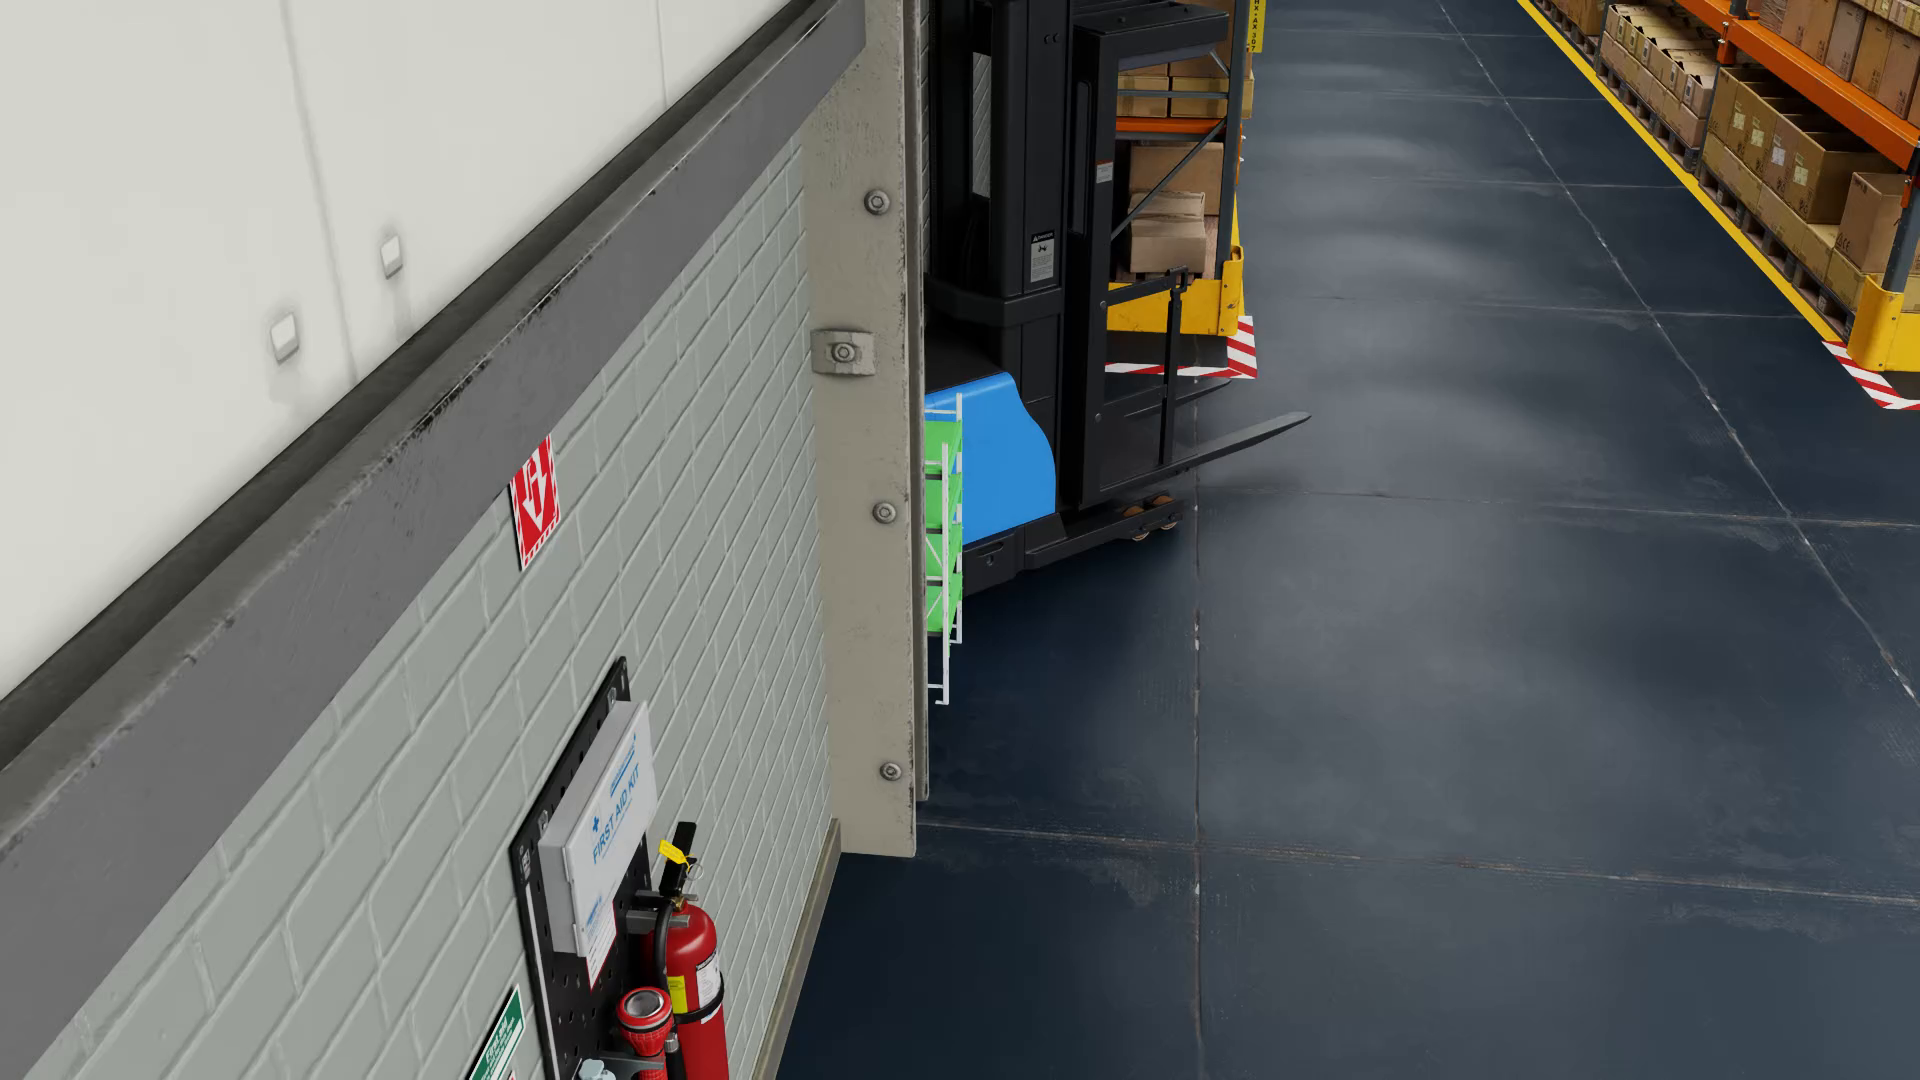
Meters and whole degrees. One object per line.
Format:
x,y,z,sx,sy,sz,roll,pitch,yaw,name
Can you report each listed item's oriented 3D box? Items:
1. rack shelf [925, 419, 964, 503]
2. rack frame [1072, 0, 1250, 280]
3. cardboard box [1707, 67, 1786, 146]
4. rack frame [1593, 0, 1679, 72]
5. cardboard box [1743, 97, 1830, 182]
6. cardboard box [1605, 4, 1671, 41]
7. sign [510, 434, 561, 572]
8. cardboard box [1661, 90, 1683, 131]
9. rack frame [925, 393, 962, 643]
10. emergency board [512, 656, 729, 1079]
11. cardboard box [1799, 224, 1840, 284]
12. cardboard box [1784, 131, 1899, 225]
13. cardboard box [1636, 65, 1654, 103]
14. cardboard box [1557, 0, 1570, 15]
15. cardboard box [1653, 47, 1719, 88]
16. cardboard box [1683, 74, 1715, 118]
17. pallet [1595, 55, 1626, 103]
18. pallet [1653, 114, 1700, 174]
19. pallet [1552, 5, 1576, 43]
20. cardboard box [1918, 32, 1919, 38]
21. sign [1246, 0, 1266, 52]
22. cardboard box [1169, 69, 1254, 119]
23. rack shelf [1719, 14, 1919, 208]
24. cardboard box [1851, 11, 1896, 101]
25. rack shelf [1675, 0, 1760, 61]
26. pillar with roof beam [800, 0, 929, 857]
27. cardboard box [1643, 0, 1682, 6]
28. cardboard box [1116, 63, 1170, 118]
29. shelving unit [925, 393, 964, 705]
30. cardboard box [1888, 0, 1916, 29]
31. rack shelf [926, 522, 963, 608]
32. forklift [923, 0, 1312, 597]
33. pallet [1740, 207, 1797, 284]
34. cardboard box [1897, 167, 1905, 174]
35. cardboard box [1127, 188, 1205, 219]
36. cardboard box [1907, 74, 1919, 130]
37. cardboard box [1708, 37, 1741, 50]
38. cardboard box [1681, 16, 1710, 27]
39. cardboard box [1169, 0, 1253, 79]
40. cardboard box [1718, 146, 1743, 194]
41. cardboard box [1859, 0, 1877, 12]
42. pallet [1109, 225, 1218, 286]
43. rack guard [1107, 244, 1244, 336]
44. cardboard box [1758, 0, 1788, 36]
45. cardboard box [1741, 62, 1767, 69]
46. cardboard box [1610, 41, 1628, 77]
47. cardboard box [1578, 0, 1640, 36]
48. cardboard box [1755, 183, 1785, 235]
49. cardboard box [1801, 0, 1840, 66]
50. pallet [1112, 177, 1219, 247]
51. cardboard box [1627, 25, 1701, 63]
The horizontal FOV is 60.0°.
-0.140,-0.330,6.720,0.258,0.148,0.480,3,28,6,rack shelf
1.211,-2.705,10.107,1.000,3.000,0.127,3,28,6,rack frame
6.250,-3.406,13.075,0.500,0.500,0.500,3,28,6,cardboard box
7.108,-6.184,16.566,1.000,3.000,0.127,3,28,6,rack frame
6.128,-2.935,12.201,0.500,0.500,0.500,3,28,6,cardboard box
6.752,-5.176,16.560,0.500,0.311,0.500,4,29,8,cardboard box
-0.738,-0.121,2.869,0.001,0.298,0.199,3,28,6,sign
6.444,-3.726,14.459,0.500,0.250,0.500,3,28,5,cardboard box
-0.113,-0.078,7.130,0.240,1.200,0.015,3,28,6,rack frame
-0.638,0.901,3.415,0.194,1.169,0.643,3,28,6,emergency board
5.949,-1.898,11.067,0.500,0.250,0.500,3,28,6,cardboard box
6.006,-2.464,11.327,0.500,0.500,0.500,3,28,6,cardboard box
6.570,-4.206,15.351,0.500,0.250,0.500,4,29,7,cardboard box
7.111,-6.222,18.809,0.500,0.500,0.500,2,28,4,cardboard box
6.504,-4.210,14.767,0.500,0.311,0.500,3,28,6,cardboard box
6.383,-3.730,13.876,0.500,0.311,0.500,3,28,6,cardboard box
6.968,-4.571,16.513,1.003,0.211,1.213,3,28,6,pallet
6.669,-3.423,14.381,1.003,0.211,1.213,3,28,6,pallet
7.389,-5.878,18.939,1.003,0.211,1.213,3,28,6,pallet
6.016,-3.062,9.982,0.380,0.149,0.250,4,29,7,cardboard box
1.749,-3.054,9.844,0.100,0.325,0.005,3,28,6,sign
1.586,-2.859,10.530,0.500,0.250,0.500,3,28,5,cardboard box
6.373,-3.043,11.494,1.077,0.370,4.000,3,28,6,rack shelf
6.324,-3.162,10.852,0.700,0.500,0.500,4,29,7,cardboard box
6.863,-4.926,14.989,1.077,0.370,4.000,3,28,6,rack shelf
3.975,-2.651,3.683,9.100,9.000,0.400,3,28,6,pillar with roof beam
7.447,-5.475,17.422,0.500,0.500,0.500,5,29,8,cardboard box
1.076,-2.879,10.568,0.500,0.250,0.500,4,29,7,cardboard box
-0.140,0.037,6.917,0.258,1.200,0.503,3,28,6,shelving unit
6.080,-3.301,10.425,0.380,0.149,0.250,4,29,7,cardboard box
-0.140,0.093,6.947,0.258,0.148,0.480,3,28,6,rack shelf
0.503,-1.469,7.887,3.031,2.935,1.130,-20,34,-32,forklift
6.332,-2.126,11.973,1.003,0.211,1.213,3,28,6,pallet
6.522,-2.434,11.271,0.500,0.500,0.500,3,28,6,cardboard box
1.455,-2.303,11.734,0.500,0.311,0.500,6,29,10,cardboard box
6.197,-2.681,9.959,0.700,0.500,0.500,3,28,6,cardboard box
7.103,-4.426,15.168,0.500,0.311,0.500,4,29,8,cardboard box
7.231,-4.899,16.047,0.500,0.311,0.500,3,28,5,cardboard box
1.567,-3.185,10.345,0.500,0.500,0.500,3,28,6,cardboard box
6.194,-2.840,12.815,0.500,0.250,0.500,3,28,6,cardboard box
6.142,-3.548,10.885,0.380,0.149,0.250,4,29,8,cardboard box
1.355,-1.893,11.541,1.003,0.211,1.213,3,28,6,pallet
1.220,-1.640,10.767,1.175,0.500,0.348,3,28,6,rack guard
6.569,-4.136,12.659,0.700,0.500,0.500,3,28,5,cardboard box
6.982,-3.938,14.262,0.500,0.311,0.500,3,28,6,cardboard box
6.691,-4.692,16.254,0.500,0.250,0.500,3,28,5,cardboard box
6.989,-5.731,17.897,0.500,0.500,0.500,4,29,8,cardboard box
6.072,-2.369,11.941,0.500,0.250,0.500,3,28,6,cardboard box
6.446,-3.651,11.760,0.700,0.500,0.500,4,29,7,cardboard box
1.507,-2.466,12.604,1.003,0.211,1.213,3,28,6,pallet
6.631,-4.688,15.655,0.500,0.311,0.500,3,28,5,cardboard box
